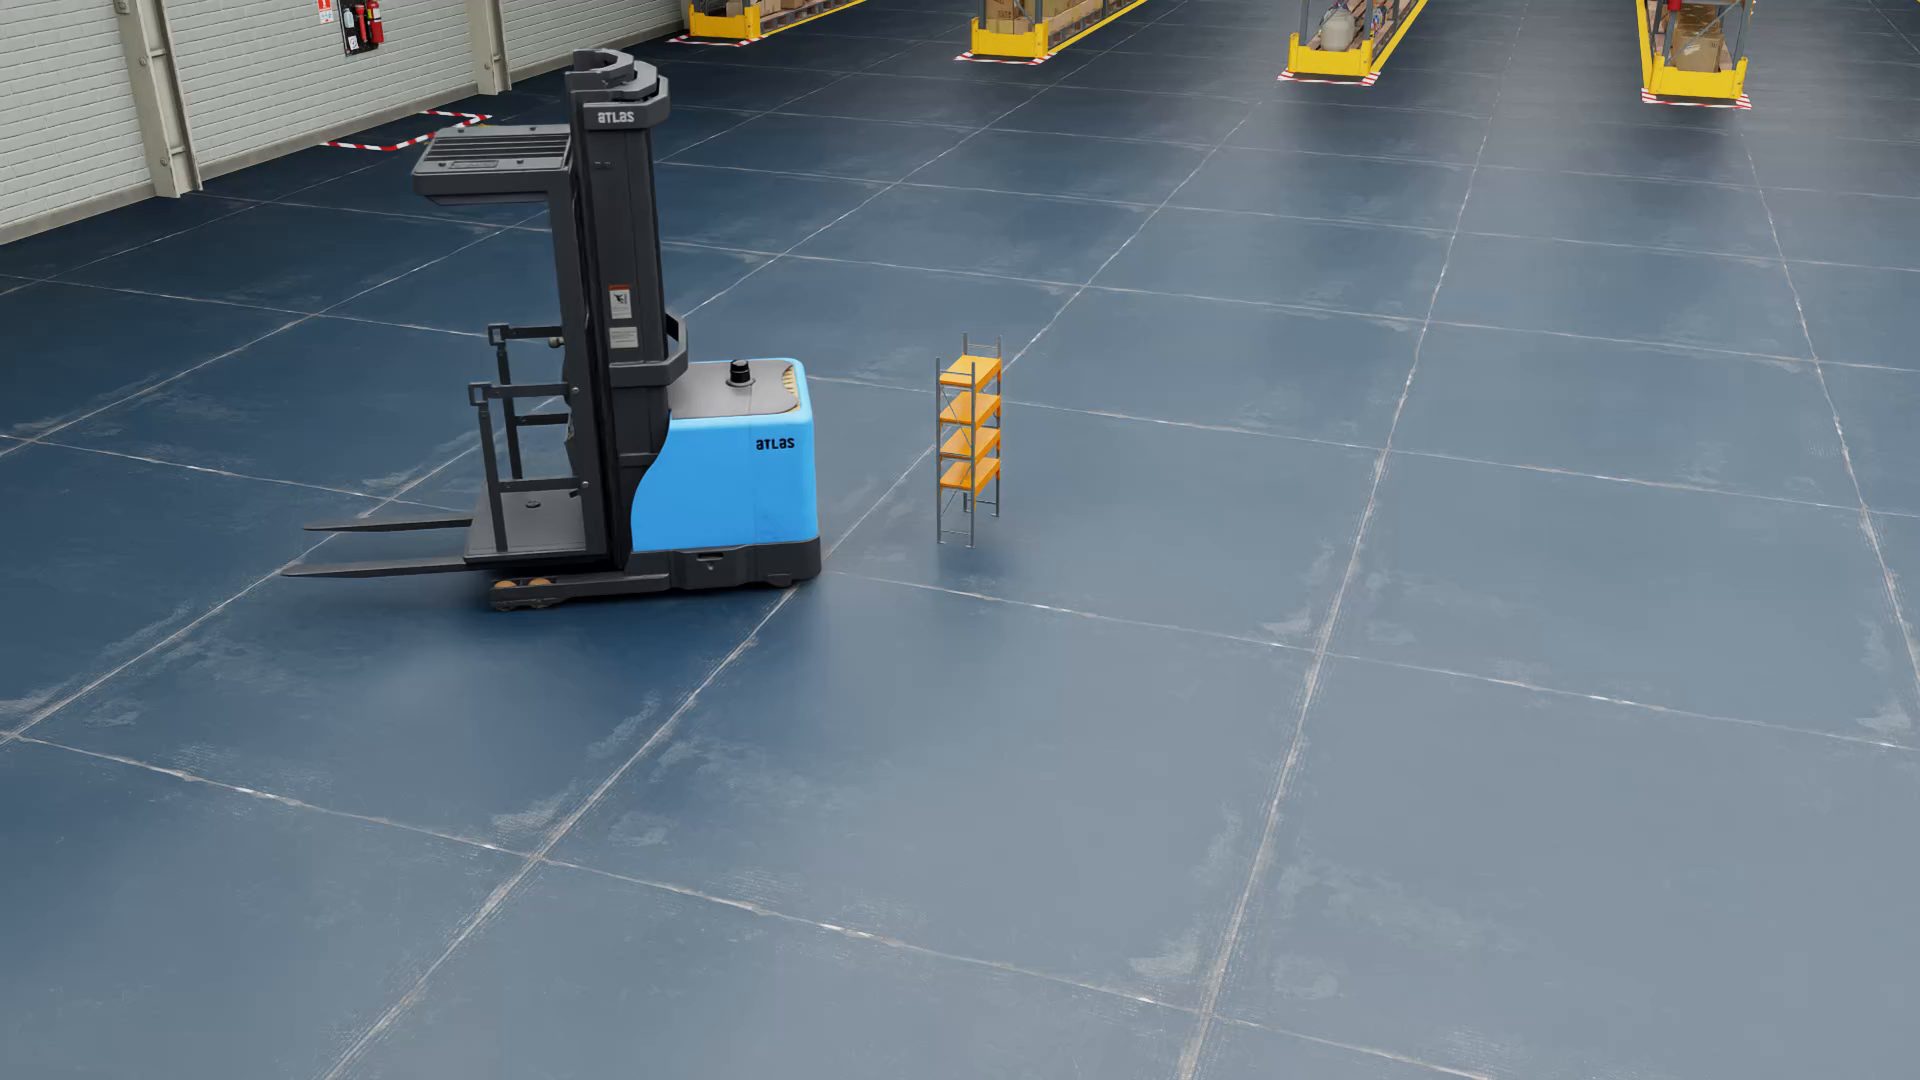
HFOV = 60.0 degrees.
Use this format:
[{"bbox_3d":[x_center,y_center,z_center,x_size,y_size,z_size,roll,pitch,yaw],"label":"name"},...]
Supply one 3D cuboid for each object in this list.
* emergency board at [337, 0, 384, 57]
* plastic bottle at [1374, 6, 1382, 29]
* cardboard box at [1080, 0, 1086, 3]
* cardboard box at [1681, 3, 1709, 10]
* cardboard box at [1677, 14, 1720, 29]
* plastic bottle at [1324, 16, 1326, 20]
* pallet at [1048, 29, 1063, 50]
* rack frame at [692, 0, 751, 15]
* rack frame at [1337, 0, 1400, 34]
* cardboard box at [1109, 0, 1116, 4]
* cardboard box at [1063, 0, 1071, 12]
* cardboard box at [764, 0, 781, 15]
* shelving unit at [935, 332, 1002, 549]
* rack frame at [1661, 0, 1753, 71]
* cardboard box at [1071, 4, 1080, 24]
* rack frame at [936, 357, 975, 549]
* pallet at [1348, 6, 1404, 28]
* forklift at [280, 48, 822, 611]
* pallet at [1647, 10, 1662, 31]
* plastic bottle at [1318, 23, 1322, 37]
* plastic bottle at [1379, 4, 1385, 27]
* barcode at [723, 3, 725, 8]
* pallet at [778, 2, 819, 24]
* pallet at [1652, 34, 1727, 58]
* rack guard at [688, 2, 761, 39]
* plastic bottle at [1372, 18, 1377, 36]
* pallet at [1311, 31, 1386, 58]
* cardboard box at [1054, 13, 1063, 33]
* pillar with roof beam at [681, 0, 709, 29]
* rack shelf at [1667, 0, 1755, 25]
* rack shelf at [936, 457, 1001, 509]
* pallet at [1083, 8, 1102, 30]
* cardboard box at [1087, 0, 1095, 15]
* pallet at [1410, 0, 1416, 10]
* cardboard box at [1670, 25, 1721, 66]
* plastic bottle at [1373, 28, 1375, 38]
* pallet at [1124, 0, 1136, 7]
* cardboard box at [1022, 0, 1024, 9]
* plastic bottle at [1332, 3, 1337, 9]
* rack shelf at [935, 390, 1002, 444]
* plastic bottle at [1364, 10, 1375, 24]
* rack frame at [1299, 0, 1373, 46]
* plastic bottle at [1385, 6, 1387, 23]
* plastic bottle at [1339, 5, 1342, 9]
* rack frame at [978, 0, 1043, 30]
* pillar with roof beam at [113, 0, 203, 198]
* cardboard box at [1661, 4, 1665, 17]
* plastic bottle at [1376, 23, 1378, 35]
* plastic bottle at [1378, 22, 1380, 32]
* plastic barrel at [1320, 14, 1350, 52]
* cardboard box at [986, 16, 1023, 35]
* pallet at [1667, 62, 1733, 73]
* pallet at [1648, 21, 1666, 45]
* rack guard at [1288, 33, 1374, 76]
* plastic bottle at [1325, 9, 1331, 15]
[{"bbox_3d":[-7.335,-6.576,20.389,0.194,1.169,0.643,9,27,17],"label":"emergency board"},{"bbox_3d":[6.663,-8.333,26.553,0.144,0.351,0.185,9,27,17],"label":"plastic bottle"},{"bbox_3d":[1.818,-9.222,27.668,0.500,0.500,0.500,9,27,17],"label":"cardboard box"},{"bbox_3d":[11.276,-8.032,25.784,0.500,0.500,0.500,8,27,16],"label":"cardboard box"},{"bbox_3d":[10.960,-7.529,24.745,0.500,0.500,0.500,6,27,13],"label":"cardboard box"},{"bbox_3d":[5.753,-8.091,26.140,0.152,0.276,0.135,9,27,18],"label":"plastic bottle"},{"bbox_3d":[0.990,-7.987,26.503,1.003,0.211,1.213,9,27,17],"label":"pallet"},{"bbox_3d":[-3.897,-9.638,26.714,1.000,3.000,0.127,9,27,17],"label":"rack frame"},{"bbox_3d":[6.776,-9.845,27.142,1.000,3.000,0.127,9,27,17],"label":"rack frame"},{"bbox_3d":[2.474,-9.646,29.405,0.500,0.250,0.500,8,27,16],"label":"cardboard box"},{"bbox_3d":[1.483,-8.812,26.820,0.500,0.500,0.500,9,27,17],"label":"cardboard box"},{"bbox_3d":[-3.392,-9.132,28.248,0.500,0.311,0.500,11,28,22],"label":"cardboard box"},{"bbox_3d":[0.055,-0.608,10.129,0.258,1.200,0.503,9,27,17],"label":"shelving unit"},{"bbox_3d":[10.116,-7.483,22.264,1.000,3.000,0.127,9,27,17],"label":"rack frame"},{"bbox_3d":[1.664,-8.677,27.403,0.500,0.250,0.500,9,27,17],"label":"cardboard box"},{"bbox_3d":[-0.026,-0.508,9.922,0.240,1.200,0.015,9,27,17],"label":"rack frame"},{"bbox_3d":[7.001,-8.919,28.428,1.003,0.211,1.213,9,27,17],"label":"pallet"},{"bbox_3d":[-2.371,-1.165,9.293,3.031,2.935,1.130,-4,26,-8],"label":"forklift"},{"bbox_3d":[12.109,-8.695,27.966,1.003,0.211,1.213,9,27,17],"label":"pallet"},{"bbox_3d":[5.643,-7.958,25.951,0.097,0.201,0.097,0,26,0],"label":"plastic bottle"},{"bbox_3d":[6.770,-8.466,26.828,0.144,0.351,0.185,7,27,15],"label":"plastic bottle"},{"bbox_3d":[-3.953,-8.967,27.898,0.001,0.075,0.075,9,27,17],"label":"barcode"},{"bbox_3d":[-3.160,-9.243,29.097,1.003,0.211,1.213,9,27,17],"label":"pallet"},{"bbox_3d":[11.257,-7.591,25.686,1.003,0.211,1.213,9,27,17],"label":"pallet"},{"bbox_3d":[-3.872,-8.544,27.323,1.175,0.500,0.348,9,27,17],"label":"rack guard"},{"bbox_3d":[6.457,-8.012,25.982,0.097,0.271,0.097,0,26,0],"label":"plastic bottle"},{"bbox_3d":[6.109,-7.817,26.153,1.003,0.211,1.213,9,27,17],"label":"pallet"},{"bbox_3d":[1.327,-8.267,26.555,0.500,0.250,0.500,9,27,17],"label":"cardboard box"},{"bbox_3d":[-0.420,-12.127,24.971,9.100,9.000,0.400,9,27,17],"label":"pillar with roof beam"},{"bbox_3d":[10.781,-7.981,24.118,1.077,0.370,4.000,9,27,17],"label":"rack shelf"},{"bbox_3d":[0.055,-0.369,10.245,0.258,0.148,0.480,9,27,17],"label":"rack shelf"},{"bbox_3d":[1.802,-8.989,28.574,1.003,0.211,1.213,9,27,17],"label":"pallet"},{"bbox_3d":[1.983,-9.090,28.256,0.500,0.250,0.500,9,27,17],"label":"cardboard box"},{"bbox_3d":[7.813,-9.921,30.499,1.003,0.211,1.213,9,27,17],"label":"pallet"},{"bbox_3d":[10.506,-7.052,23.759,0.500,0.500,0.500,17,30,31],"label":"cardboard box"},{"bbox_3d":[6.377,-7.882,25.794,0.097,0.201,0.097,0,26,0],"label":"plastic bottle"},{"bbox_3d":[2.719,-10.122,30.912,1.003,0.211,1.213,9,27,17],"label":"pallet"},{"bbox_3d":[0.992,-8.887,26.975,0.500,0.500,0.500,9,27,17],"label":"cardboard box"},{"bbox_3d":[6.054,-8.502,26.902,0.144,0.351,0.185,8,27,15],"label":"plastic bottle"},{"bbox_3d":[0.055,-0.749,10.061,0.258,0.148,0.480,9,27,17],"label":"rack shelf"},{"bbox_3d":[6.622,-8.443,26.867,0.152,0.276,0.135,9,27,17],"label":"plastic bottle"},{"bbox_3d":[5.445,-8.201,23.747,1.000,3.000,0.127,9,27,17],"label":"rack frame"},{"bbox_3d":[6.927,-8.575,27.131,0.061,0.283,0.133,10,28,20],"label":"plastic bottle"},{"bbox_3d":[6.175,-8.613,27.218,0.152,0.276,0.135,10,27,19],"label":"plastic bottle"},{"bbox_3d":[0.775,-8.921,25.234,1.000,3.000,0.127,9,27,17],"label":"rack frame"},{"bbox_3d":[-4.414,-7.196,14.786,9.100,9.000,0.400,9,27,17],"label":"pillar with roof beam"},{"bbox_3d":[12.034,-8.872,27.496,0.700,0.500,0.500,6,27,13],"label":"cardboard box"},{"bbox_3d":[6.523,-8.063,26.166,0.097,0.201,0.097,0,26,0],"label":"plastic bottle"},{"bbox_3d":[6.591,-8.147,26.341,0.097,0.201,0.097,0,26,0],"label":"plastic bottle"},{"bbox_3d":[5.592,-7.552,24.779,0.421,0.512,0.421,0,26,0],"label":"plastic barrel"},{"bbox_3d":[0.675,-8.136,26.285,0.500,0.250,0.500,9,27,17],"label":"cardboard box"},{"bbox_3d":[10.445,-6.588,23.615,1.003,0.211,1.213,9,27,17],"label":"pallet"},{"bbox_3d":[11.705,-8.192,26.927,1.003,0.211,1.213,9,27,17],"label":"pallet"},{"bbox_3d":[5.426,-7.114,24.370,1.175,0.500,0.348,9,27,17],"label":"rack guard"},{"bbox_3d":[5.850,-8.251,26.384,0.144,0.351,0.185,10,28,20],"label":"plastic bottle"}]
